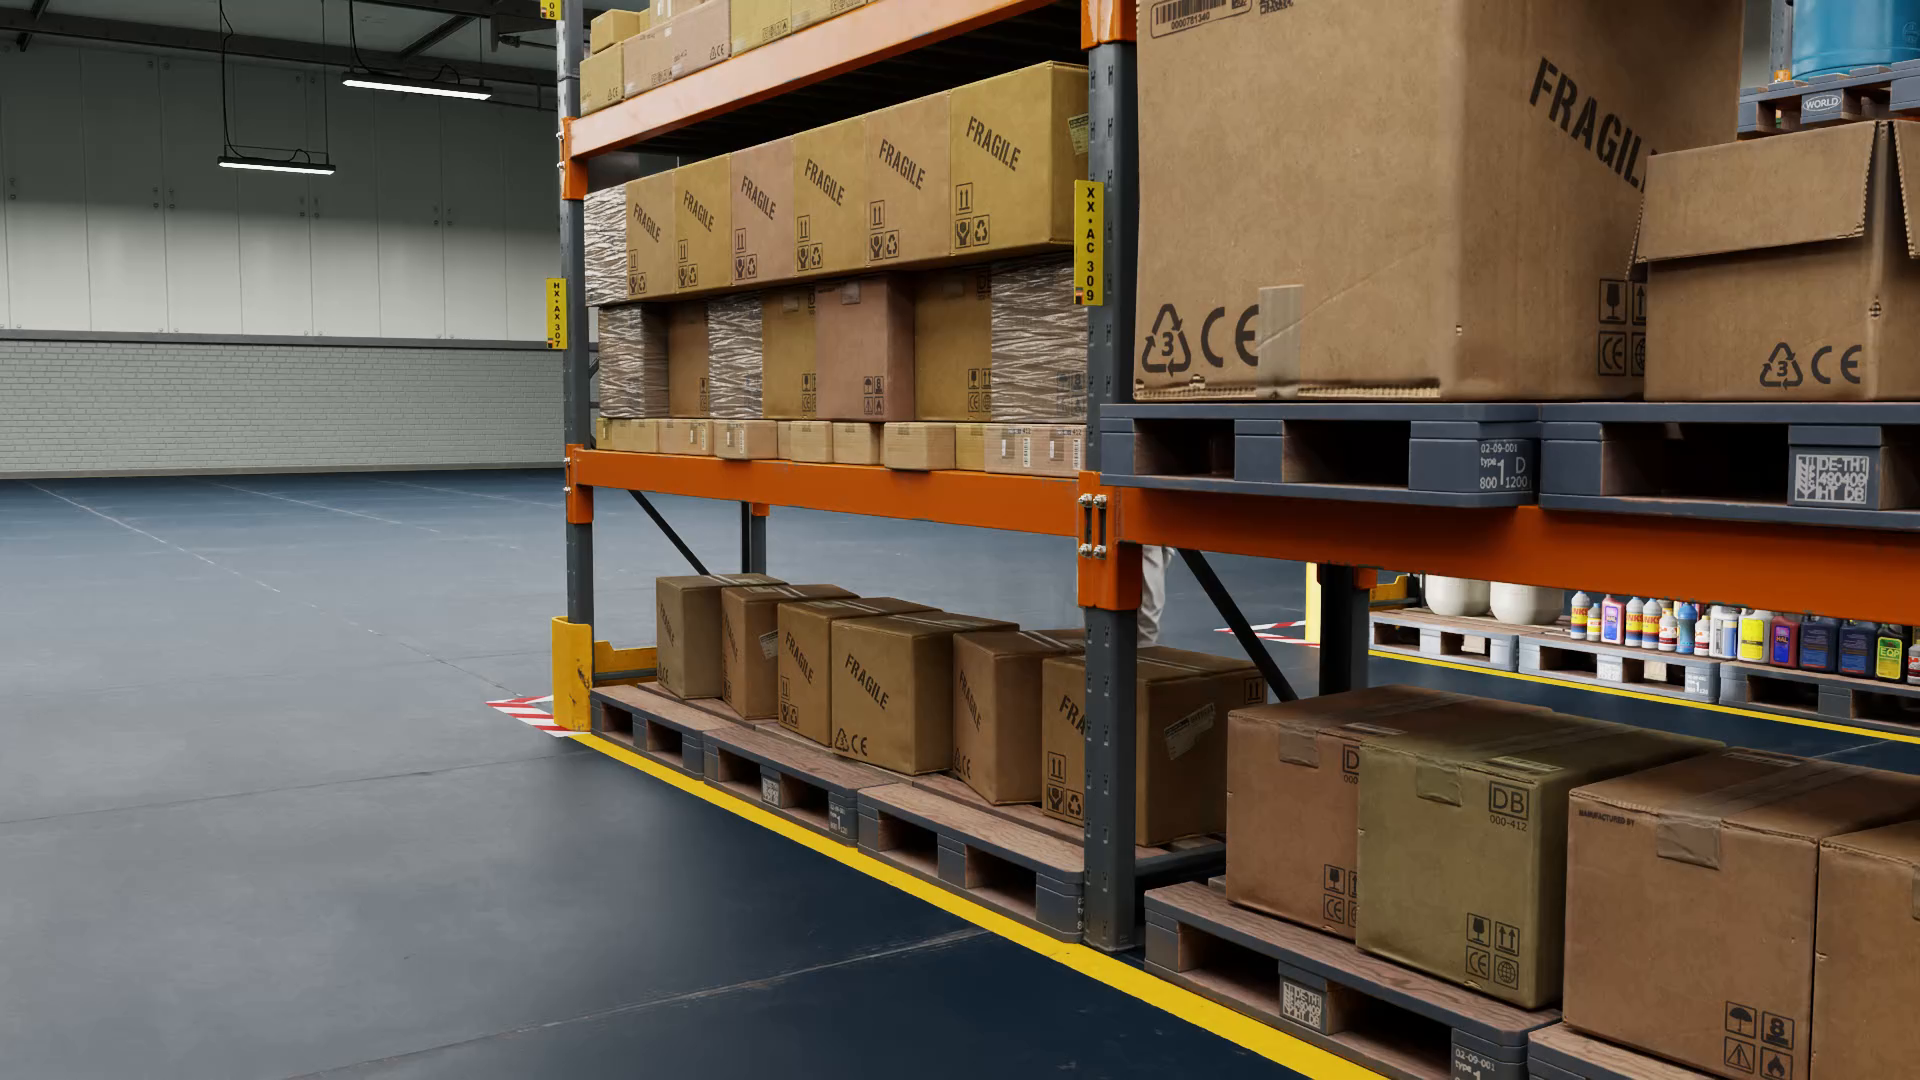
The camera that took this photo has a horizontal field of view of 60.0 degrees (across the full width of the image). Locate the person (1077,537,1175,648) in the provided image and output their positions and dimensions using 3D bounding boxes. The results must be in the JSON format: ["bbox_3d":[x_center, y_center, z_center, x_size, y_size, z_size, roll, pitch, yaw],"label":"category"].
[{"bbox_3d":[0.740,0.003,7.591,0.522,1.786,0.342,-3,5,-32],"label":"person"}]
